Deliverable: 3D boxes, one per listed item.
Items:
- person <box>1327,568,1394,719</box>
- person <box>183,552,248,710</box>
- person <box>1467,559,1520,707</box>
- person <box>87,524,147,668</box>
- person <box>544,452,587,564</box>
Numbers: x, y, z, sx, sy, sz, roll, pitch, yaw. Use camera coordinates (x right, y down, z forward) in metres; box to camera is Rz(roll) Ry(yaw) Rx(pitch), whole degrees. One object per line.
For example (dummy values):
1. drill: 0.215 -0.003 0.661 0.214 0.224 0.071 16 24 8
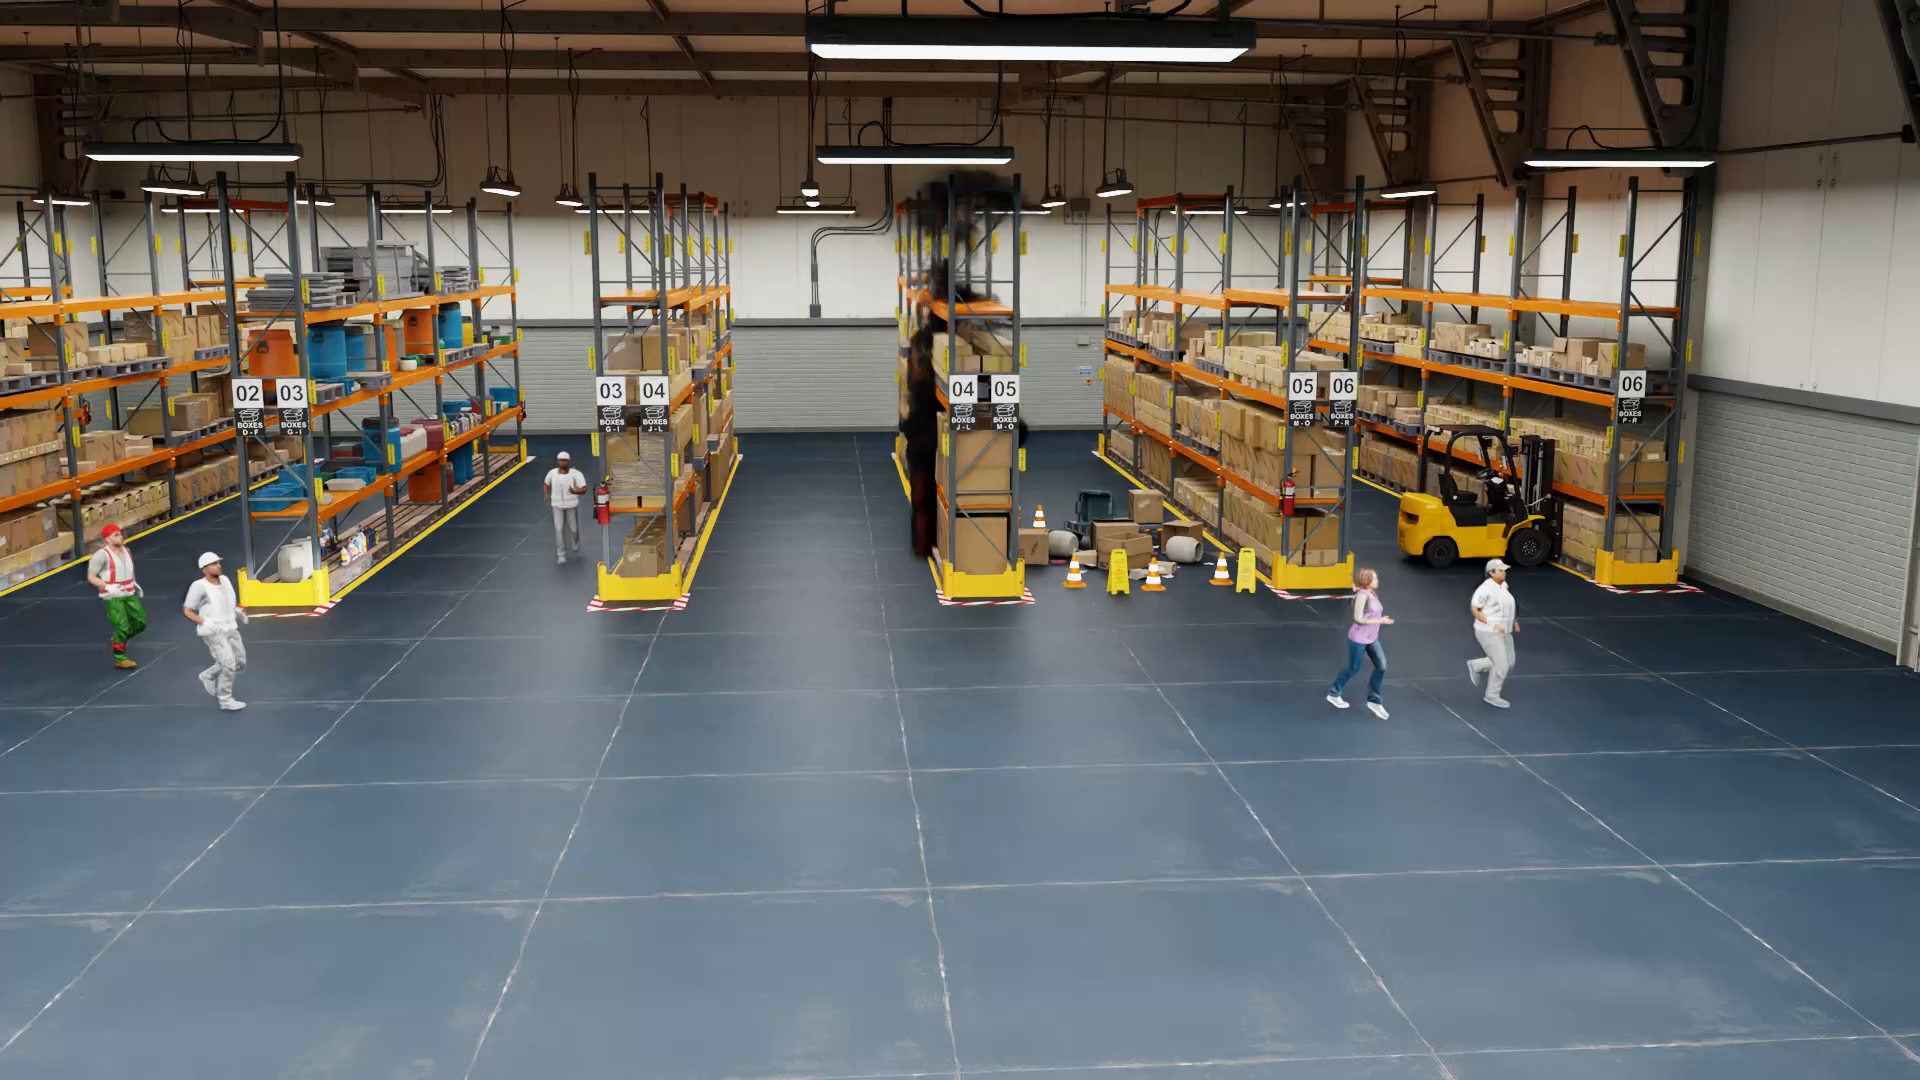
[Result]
1. person: 4.304 1.102 17.843 0.727 1.640 0.525 8 13 38
2. person: -8.118 0.989 18.113 0.650 1.734 0.683 3 10 16
3. person: 5.859 1.008 18.404 0.608 1.632 0.592 -9 14 -42
4. person: -10.062 0.669 19.866 0.593 1.748 0.676 4 11 22
5. person: -6.329 -0.545 26.657 0.710 1.747 0.968 -1 10 -6
